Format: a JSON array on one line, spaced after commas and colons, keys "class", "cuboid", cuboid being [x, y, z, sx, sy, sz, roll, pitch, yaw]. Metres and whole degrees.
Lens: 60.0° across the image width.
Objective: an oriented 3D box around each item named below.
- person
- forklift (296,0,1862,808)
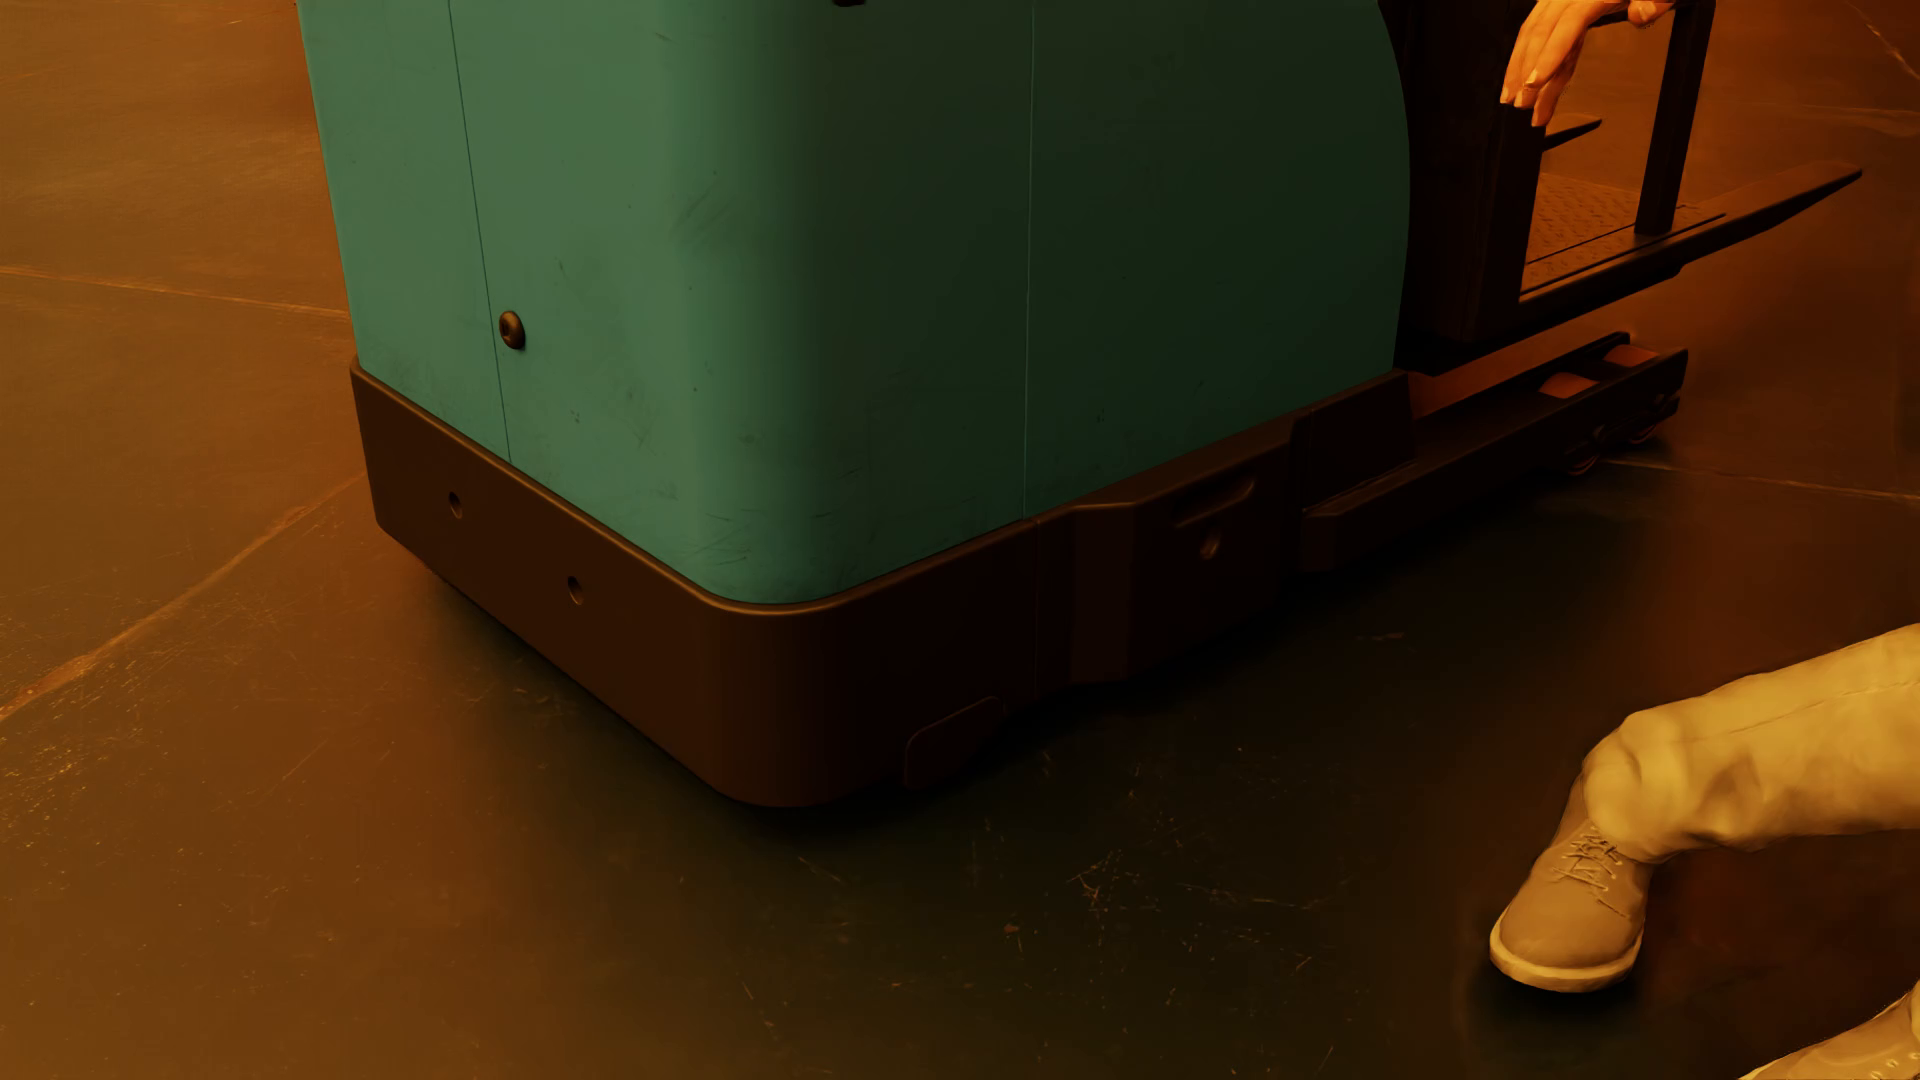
[{"class": "person", "cuboid": [0.848, -0.134, 1.063, 0.999, 1.519, 0.930, 8, 28, 16]}, {"class": "forklift", "cuboid": [0.590, -1.568, 2.349, 3.031, 2.935, 1.130, -22, 34, -36]}]
